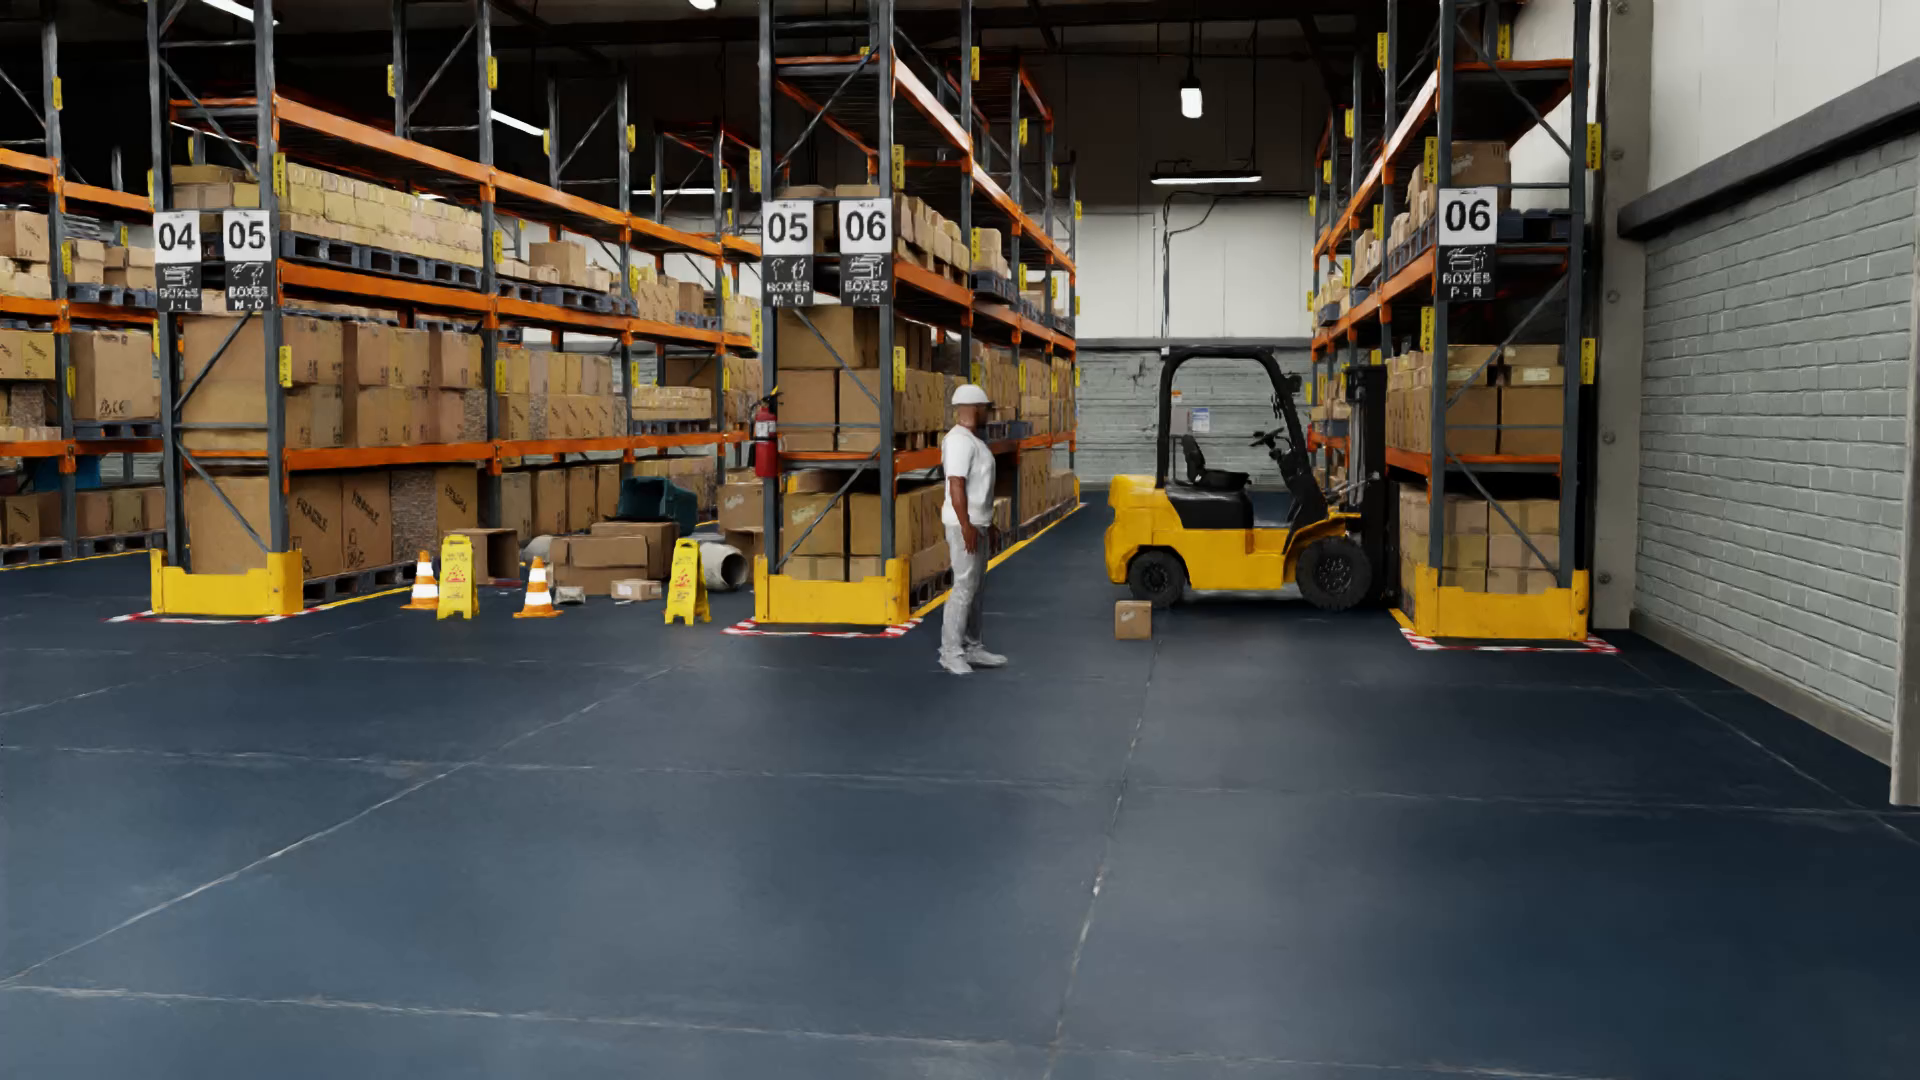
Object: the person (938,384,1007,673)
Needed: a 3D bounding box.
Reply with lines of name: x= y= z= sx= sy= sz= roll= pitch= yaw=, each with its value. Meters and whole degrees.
person: x=0.088 y=-0.055 z=10.453 sx=0.423 sy=1.847 sz=0.606 roll=1 pitch=4 yaw=7
